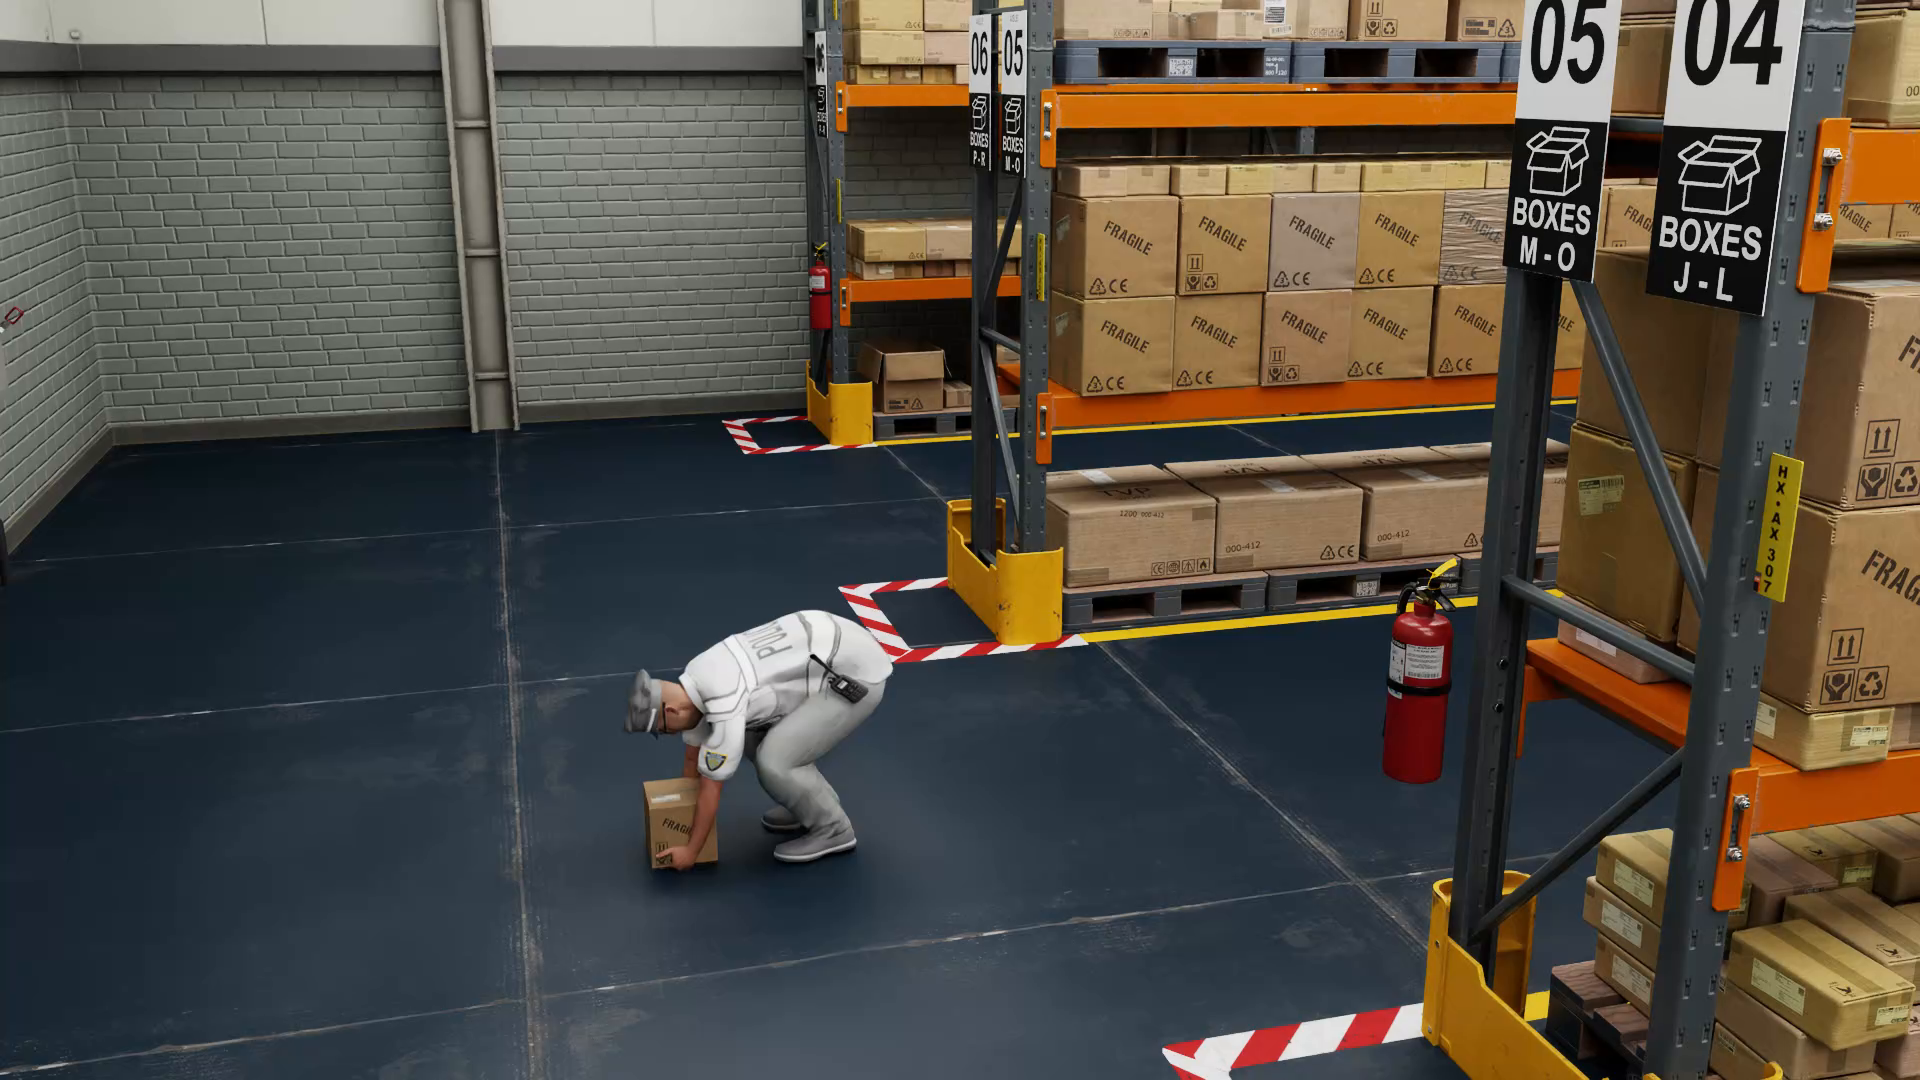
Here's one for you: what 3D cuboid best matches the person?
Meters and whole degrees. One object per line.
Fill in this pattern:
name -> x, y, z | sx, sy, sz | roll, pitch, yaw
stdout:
person -> -0.771, 0.762, 6.393 | 1.026, 0.921, 0.545 | -5, 17, -18
